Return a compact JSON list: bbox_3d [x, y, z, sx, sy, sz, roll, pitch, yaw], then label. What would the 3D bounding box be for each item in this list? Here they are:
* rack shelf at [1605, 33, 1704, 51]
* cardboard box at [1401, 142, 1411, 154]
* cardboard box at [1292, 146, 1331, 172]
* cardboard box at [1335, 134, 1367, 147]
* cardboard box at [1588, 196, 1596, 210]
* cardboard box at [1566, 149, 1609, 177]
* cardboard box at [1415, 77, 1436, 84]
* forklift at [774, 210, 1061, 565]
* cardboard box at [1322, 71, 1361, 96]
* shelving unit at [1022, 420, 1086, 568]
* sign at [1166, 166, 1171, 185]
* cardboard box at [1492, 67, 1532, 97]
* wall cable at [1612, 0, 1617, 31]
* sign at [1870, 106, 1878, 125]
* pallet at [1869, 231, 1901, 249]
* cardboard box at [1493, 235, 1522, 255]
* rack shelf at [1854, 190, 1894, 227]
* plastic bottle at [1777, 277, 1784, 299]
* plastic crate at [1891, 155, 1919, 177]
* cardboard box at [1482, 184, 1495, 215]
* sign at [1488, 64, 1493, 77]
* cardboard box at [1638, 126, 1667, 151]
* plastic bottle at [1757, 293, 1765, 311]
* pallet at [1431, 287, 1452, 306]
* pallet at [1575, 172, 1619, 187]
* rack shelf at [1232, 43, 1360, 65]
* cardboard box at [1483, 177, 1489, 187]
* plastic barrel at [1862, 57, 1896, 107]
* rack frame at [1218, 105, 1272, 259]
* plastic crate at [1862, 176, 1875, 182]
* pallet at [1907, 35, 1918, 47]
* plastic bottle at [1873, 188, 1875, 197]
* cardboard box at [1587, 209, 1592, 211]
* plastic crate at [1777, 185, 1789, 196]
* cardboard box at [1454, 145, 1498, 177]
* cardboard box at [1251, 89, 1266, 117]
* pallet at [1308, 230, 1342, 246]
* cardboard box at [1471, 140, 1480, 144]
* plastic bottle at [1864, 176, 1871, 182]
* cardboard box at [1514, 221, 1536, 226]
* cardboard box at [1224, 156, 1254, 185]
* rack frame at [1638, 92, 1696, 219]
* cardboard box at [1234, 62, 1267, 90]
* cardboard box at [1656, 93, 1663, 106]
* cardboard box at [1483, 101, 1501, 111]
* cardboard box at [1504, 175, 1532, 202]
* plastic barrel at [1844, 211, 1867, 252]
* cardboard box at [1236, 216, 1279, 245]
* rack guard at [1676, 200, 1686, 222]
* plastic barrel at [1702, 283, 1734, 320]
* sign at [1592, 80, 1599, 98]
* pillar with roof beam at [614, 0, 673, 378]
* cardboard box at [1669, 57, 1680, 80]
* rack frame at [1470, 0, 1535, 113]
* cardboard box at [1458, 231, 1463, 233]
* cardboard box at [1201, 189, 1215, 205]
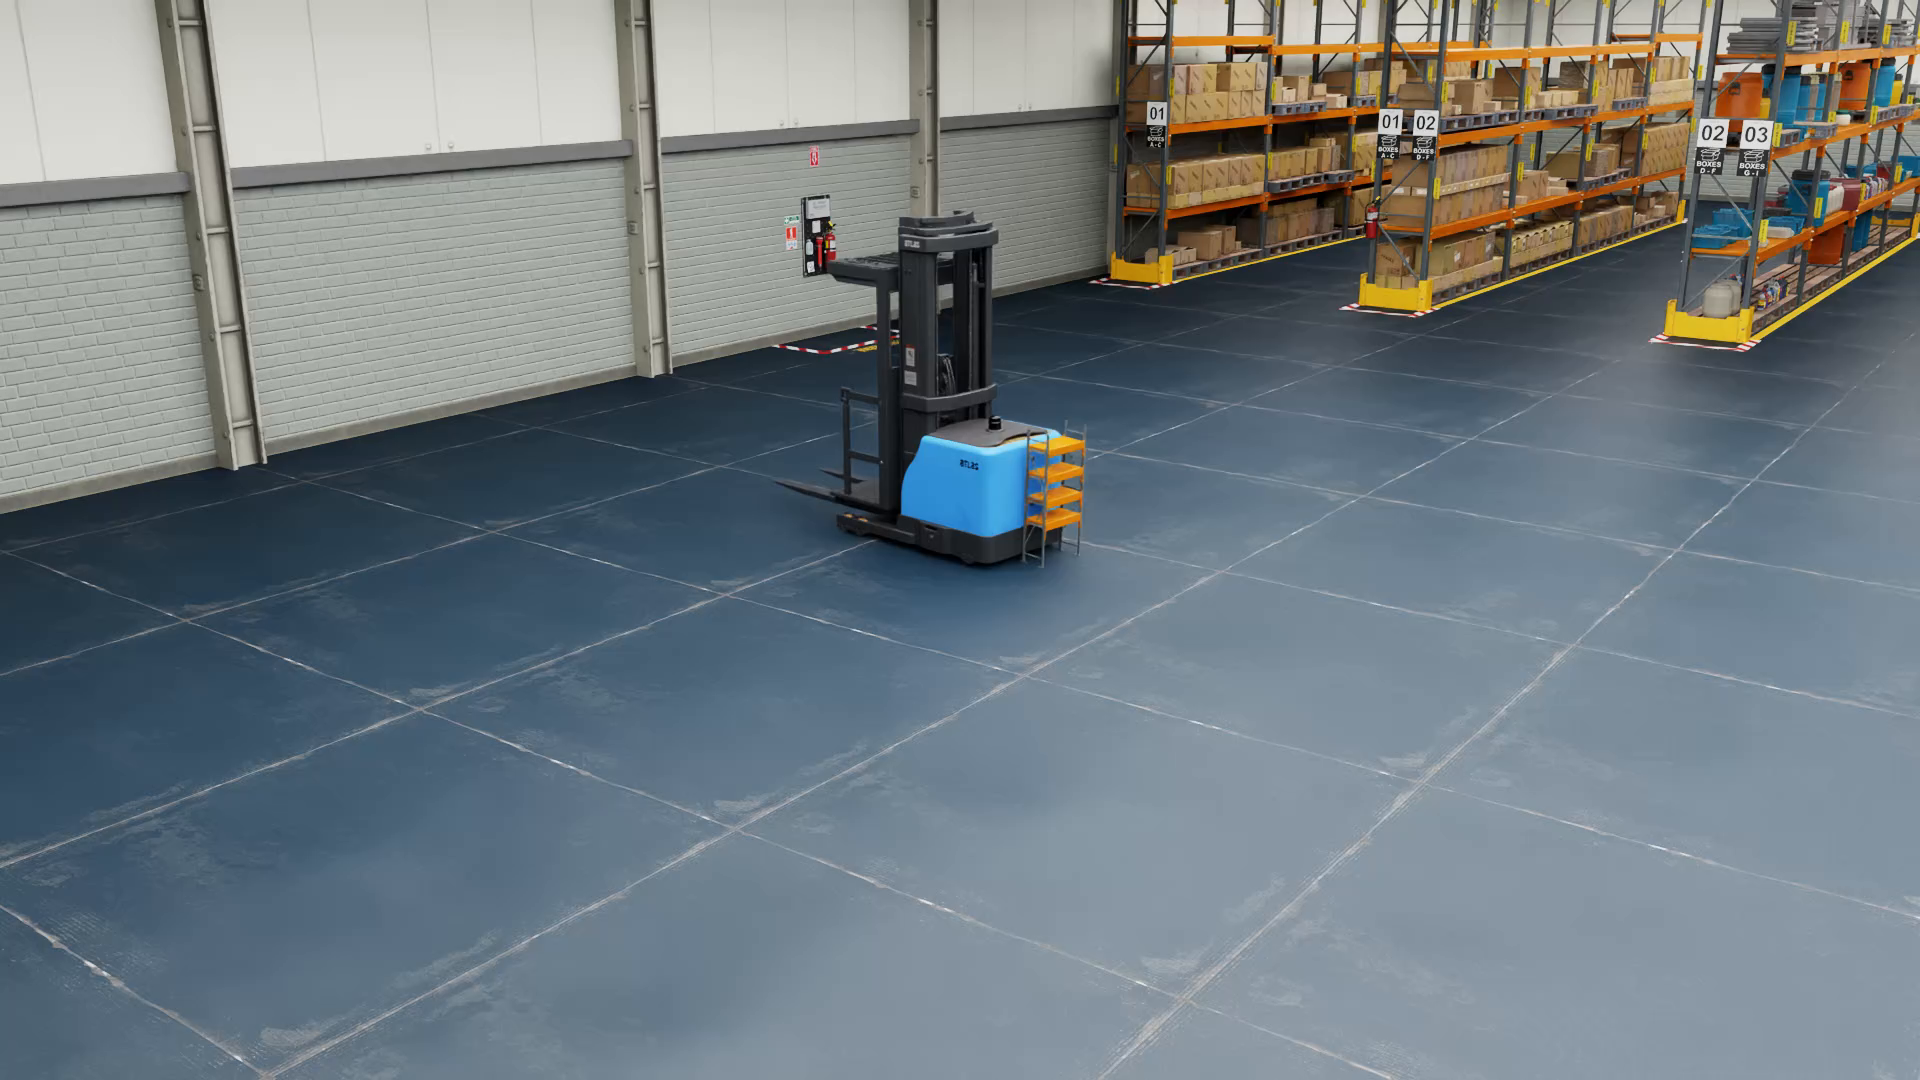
[{"bbox_3d":[15.620,-11.192,37.337,1.077,0.370,4.000,12,21,35],"label":"rack shelf"},{"bbox_3d":[10.079,-8.992,38.445,0.500,0.500,0.500,13,21,35],"label":"cardboard box"},{"bbox_3d":[7.481,-8.124,35.443,0.700,0.500,0.500,10,20,30],"label":"cardboard box"},{"bbox_3d":[8.559,-8.745,36.384,0.500,0.250,0.500,13,22,36],"label":"cardboard box"},{"bbox_3d":[13.348,-7.260,35.780,0.500,0.250,0.500,12,21,35],"label":"cardboard box"},{"bbox_3d":[13.028,-7.846,34.580,0.500,0.500,0.700,-15,23,-40],"label":"cardboard box"},{"bbox_3d":[11.071,-10.798,39.281,0.500,0.250,0.500,12,21,35],"label":"cardboard box"},{"bbox_3d":[-0.508,-1.536,15.254,3.031,2.935,1.130,16,23,41],"label":"forklift"},{"bbox_3d":[8.301,-9.932,36.206,0.700,0.500,0.500,11,20,30],"label":"cardboard box"},{"bbox_3d":[0.821,-0.404,14.511,0.258,1.200,0.503,18,25,41],"label":"shelving unit"},{"bbox_3d":[3.733,-6.530,29.760,0.100,0.325,0.005,12,21,35],"label":"sign"},{"bbox_3d":[10.060,-8.350,30.304,0.500,0.500,0.500,13,21,35],"label":"cardboard box"},{"bbox_3d":[18.660,-14.623,43.886,3.097,2.526,0.112,12,21,35],"label":"wall cable"},{"bbox_3d":[16.466,-7.654,29.959,0.100,0.325,0.005,12,21,35],"label":"sign"},{"bbox_3d":[19.537,-6.462,35.703,1.003,0.211,1.213,12,21,35],"label":"pallet"},{"bbox_3d":[10.107,-5.500,30.887,0.500,0.311,0.500,13,21,35],"label":"cardboard box"},{"bbox_3d":[17.212,-6.500,32.337,1.077,0.370,4.000,12,21,35],"label":"rack shelf"},{"bbox_3d":[13.370,-4.110,27.150,0.144,0.351,0.185,11,20,32],"label":"plastic bottle"},{"bbox_3d":[20.738,-8.205,36.454,0.616,0.435,0.499,12,21,35],"label":"plastic crate"},{"bbox_3d":[9.093,-6.105,29.682,0.700,0.500,0.500,12,21,34],"label":"cardboard box"},{"bbox_3d":[13.258,-11.742,41.585,0.100,0.325,0.005,12,21,35],"label":"sign"},{"bbox_3d":[15.548,-9.029,37.413,0.500,0.500,0.500,12,21,33],"label":"cardboard box"},{"bbox_3d":[12.584,-3.746,26.113,0.097,0.271,0.097,0,17,0],"label":"plastic bottle"},{"bbox_3d":[7.700,-4.196,28.405,1.003,0.211,1.213,12,21,35],"label":"pallet"},{"bbox_3d":[13.200,-7.616,35.040,1.003,0.211,1.213,12,21,35],"label":"pallet"},{"bbox_3d":[6.872,-9.972,34.076,1.077,0.370,4.000,12,21,35],"label":"rack shelf"},{"bbox_3d":[9.063,-6.304,29.229,0.380,0.149,0.250,12,21,34],"label":"cardboard box"},{"bbox_3d":[17.510,-8.759,31.786,0.600,0.901,0.708,12,21,35],"label":"plastic barrel"},{"bbox_3d":[5.681,-7.165,33.265,1.000,3.000,0.127,12,21,35],"label":"rack frame"},{"bbox_3d":[18.855,-7.531,34.807,0.437,0.125,0.590,12,21,35],"label":"plastic crate"},{"bbox_3d":[17.935,-9.701,32.309,1.003,0.211,1.213,12,21,35],"label":"pallet"},{"bbox_3d":[17.783,-6.802,32.432,0.097,0.201,0.097,0,17,0],"label":"plastic bottle"},{"bbox_3d":[13.331,-6.894,35.864,0.500,0.500,0.500,13,21,35],"label":"cardboard box"},{"bbox_3d":[14.812,-6.067,29.621,0.402,0.464,0.583,12,21,35],"label":"plastic crate"},{"bbox_3d":[9.102,-6.731,29.510,0.700,0.500,0.500,12,21,35],"label":"cardboard box"},{"bbox_3d":[5.577,-8.490,32.273,0.500,0.500,0.500,13,22,36],"label":"cardboard box"},{"bbox_3d":[7.597,-6.600,36.148,1.003,0.211,1.213,12,21,35],"label":"pallet"},{"bbox_3d":[12.535,-10.043,42.028,0.980,0.700,0.700,14,22,37],"label":"cardboard box"},{"bbox_3d":[17.893,-7.001,32.820,0.144,0.351,0.185,12,21,35],"label":"plastic bottle"},{"bbox_3d":[11.190,-6.199,33.137,0.500,0.311,0.500,12,21,33],"label":"cardboard box"},{"bbox_3d":[5.354,-7.174,32.249,0.500,0.500,0.500,12,21,34],"label":"cardboard box"},{"bbox_3d":[16.811,-9.149,39.653,1.000,3.000,0.127,12,21,35],"label":"rack frame"},{"bbox_3d":[5.600,-8.965,32.116,0.500,0.500,0.500,10,20,30],"label":"cardboard box"},{"bbox_3d":[15.217,-9.747,36.776,0.500,0.250,0.500,12,21,35],"label":"cardboard box"},{"bbox_3d":[9.162,-7.535,28.878,0.380,0.149,0.250,12,21,35],"label":"cardboard box"},{"bbox_3d":[10.446,-6.644,31.418,0.500,0.500,0.500,14,22,39],"label":"cardboard box"},{"bbox_3d":[17.644,-6.223,33.062,0.600,0.901,0.708,12,21,35],"label":"plastic barrel"},{"bbox_3d":[6.106,-6.360,34.145,0.700,0.500,0.500,13,22,37],"label":"cardboard box"},{"bbox_3d":[16.766,-7.937,39.966,1.175,0.500,0.348,12,21,35],"label":"rack guard"},{"bbox_3d":[11.584,-3.645,25.415,0.421,0.512,0.421,0,17,0],"label":"plastic barrel"},{"bbox_3d":[12.485,-8.861,32.662,0.100,0.325,0.005,12,21,35],"label":"sign"},{"bbox_3d":[-0.673,-5.778,18.683,9.100,9.000,0.400,12,21,35],"label":"pillar with roof beam"},{"bbox_3d":[15.940,-10.739,37.862,0.700,0.500,0.500,12,21,35],"label":"cardboard box"},{"bbox_3d":[9.661,-9.156,29.560,1.000,3.000,0.127,12,21,35],"label":"rack frame"},{"bbox_3d":[8.842,-5.361,30.118,0.500,0.500,0.500,12,21,35],"label":"cardboard box"},{"bbox_3d":[4.449,-6.457,31.204,0.500,0.250,0.500,12,21,34],"label":"cardboard box"}]
